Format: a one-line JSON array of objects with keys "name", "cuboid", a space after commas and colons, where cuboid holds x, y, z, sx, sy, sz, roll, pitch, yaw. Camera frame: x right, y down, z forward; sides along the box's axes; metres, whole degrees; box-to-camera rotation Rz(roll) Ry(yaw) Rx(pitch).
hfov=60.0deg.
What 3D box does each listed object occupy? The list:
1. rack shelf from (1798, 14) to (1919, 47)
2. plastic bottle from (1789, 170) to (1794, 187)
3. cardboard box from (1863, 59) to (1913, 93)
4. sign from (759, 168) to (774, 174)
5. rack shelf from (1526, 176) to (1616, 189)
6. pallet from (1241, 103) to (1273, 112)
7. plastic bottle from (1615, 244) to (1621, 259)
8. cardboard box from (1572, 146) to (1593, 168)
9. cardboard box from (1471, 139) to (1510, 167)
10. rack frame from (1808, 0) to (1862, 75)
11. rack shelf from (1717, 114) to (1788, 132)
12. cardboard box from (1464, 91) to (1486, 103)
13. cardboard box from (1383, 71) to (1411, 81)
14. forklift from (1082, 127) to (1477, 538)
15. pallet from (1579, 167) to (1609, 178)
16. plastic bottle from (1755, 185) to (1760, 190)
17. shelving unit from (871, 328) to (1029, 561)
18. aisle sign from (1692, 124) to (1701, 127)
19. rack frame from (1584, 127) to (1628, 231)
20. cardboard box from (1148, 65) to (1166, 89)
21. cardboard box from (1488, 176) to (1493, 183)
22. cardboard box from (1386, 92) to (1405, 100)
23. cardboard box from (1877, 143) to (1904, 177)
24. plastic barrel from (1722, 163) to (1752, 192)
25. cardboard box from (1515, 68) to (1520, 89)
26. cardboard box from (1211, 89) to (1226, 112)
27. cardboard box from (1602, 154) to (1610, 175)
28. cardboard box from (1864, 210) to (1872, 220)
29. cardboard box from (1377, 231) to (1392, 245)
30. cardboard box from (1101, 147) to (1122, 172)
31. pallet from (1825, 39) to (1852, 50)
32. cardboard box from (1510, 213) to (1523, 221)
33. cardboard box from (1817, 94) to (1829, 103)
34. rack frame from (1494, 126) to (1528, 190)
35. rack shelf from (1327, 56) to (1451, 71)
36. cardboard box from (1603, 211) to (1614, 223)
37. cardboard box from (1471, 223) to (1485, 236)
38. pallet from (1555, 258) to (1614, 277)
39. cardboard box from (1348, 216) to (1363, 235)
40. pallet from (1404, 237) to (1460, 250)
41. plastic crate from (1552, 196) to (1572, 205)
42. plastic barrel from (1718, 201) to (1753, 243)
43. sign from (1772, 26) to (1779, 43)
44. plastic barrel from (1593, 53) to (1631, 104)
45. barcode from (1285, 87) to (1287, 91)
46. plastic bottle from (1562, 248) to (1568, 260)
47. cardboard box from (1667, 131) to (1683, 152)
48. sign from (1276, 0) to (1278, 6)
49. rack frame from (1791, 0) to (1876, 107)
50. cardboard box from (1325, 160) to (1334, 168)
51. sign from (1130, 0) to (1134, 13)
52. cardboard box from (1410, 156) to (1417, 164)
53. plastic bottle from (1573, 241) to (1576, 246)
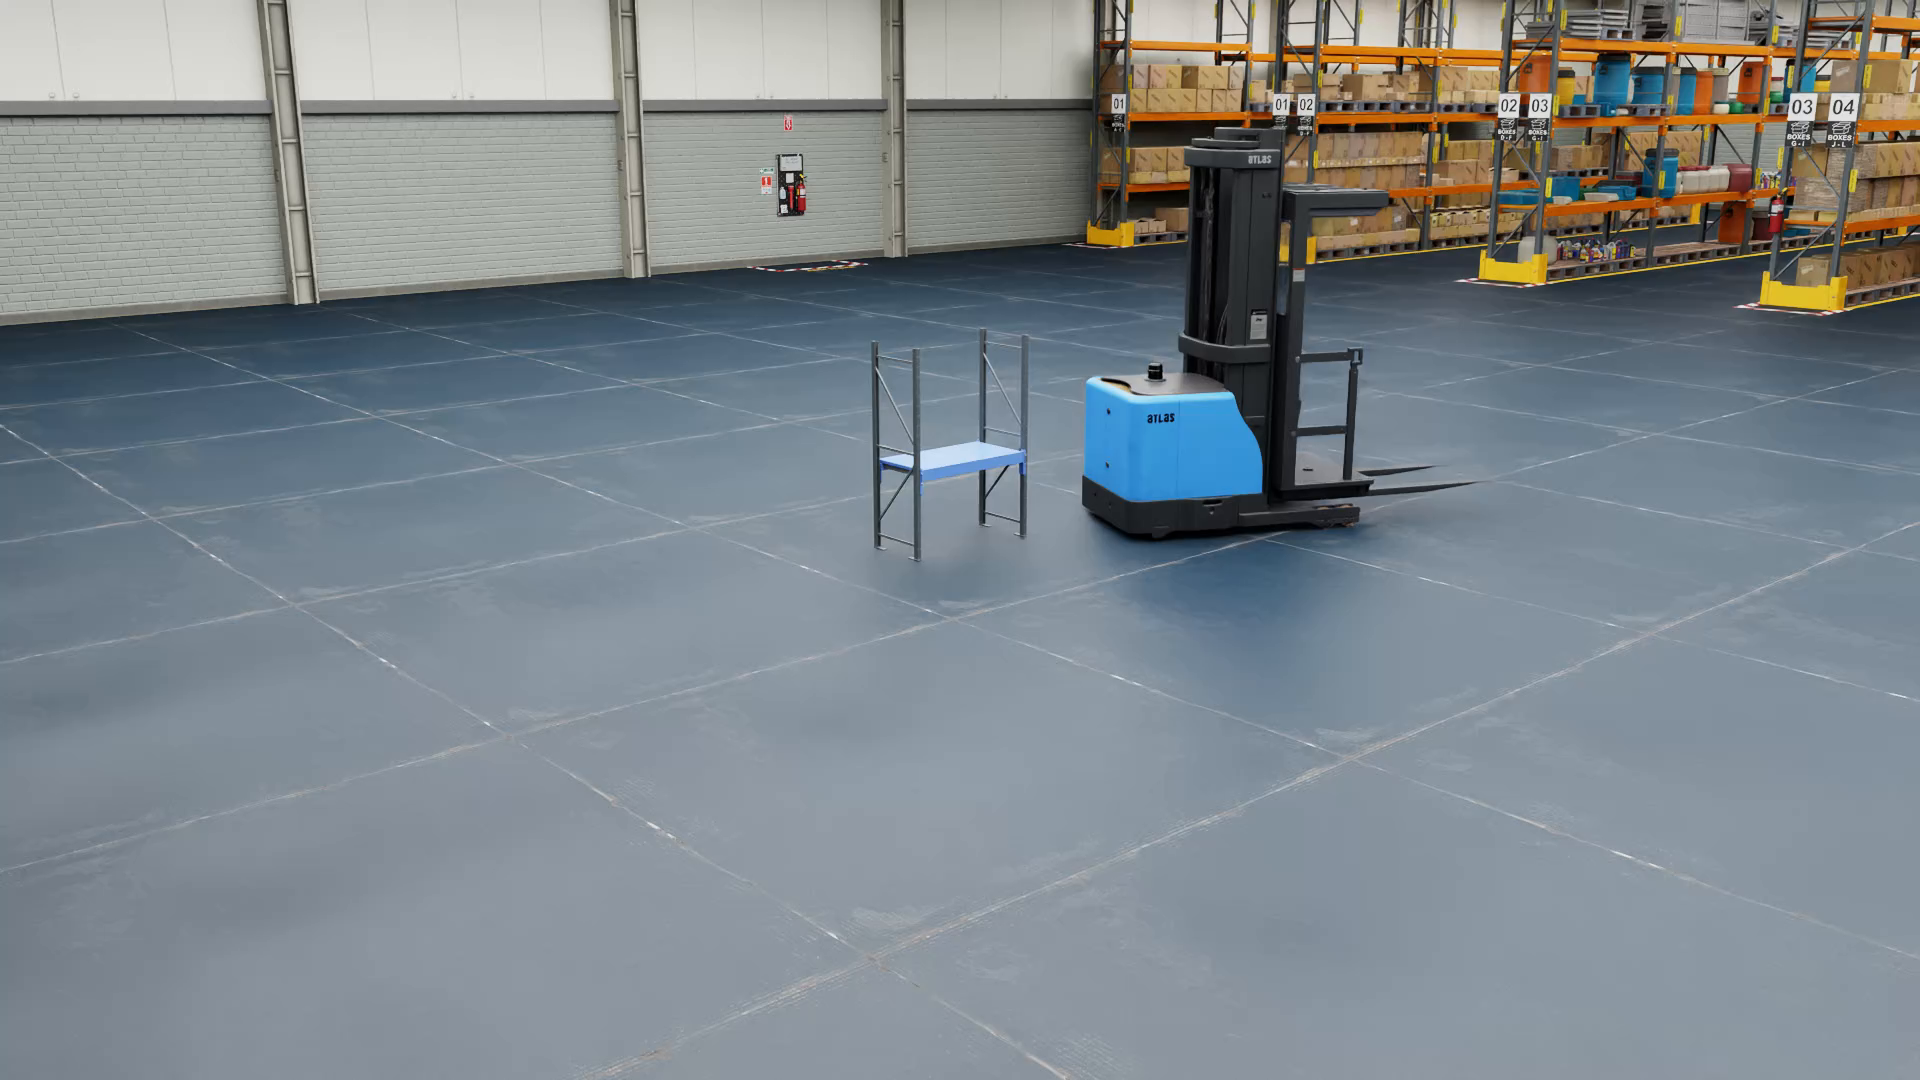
[{"name": "rack shelf", "cuboid": [14.515, -7.952, 25.984, 4.000, 0.370, 1.077, -13, 19, -39]}, {"name": "plastic bottle", "cuboid": [17.498, -7.631, 35.103, 0.185, 0.351, 0.144, -13, 19, -39]}, {"name": "cardboard box", "cuboid": [14.304, -7.146, 25.638, 0.500, 0.500, 0.500, -13, 20, -40]}, {"name": "sign", "cuboid": [-3.679, -7.015, 31.604, 0.331, 0.109, 0.001, -13, 19, -39]}, {"name": "rack shelf", "cuboid": [14.050, -8.340, 39.053, 4.000, 0.370, 1.077, -13, 19, -39]}, {"name": "pallet", "cuboid": [6.805, -10.077, 38.714, 1.003, 0.211, 1.213, -13, 19, -39]}, {"name": "plastic bottle", "cuboid": [12.236, -5.373, 30.963, 0.133, 0.283, 0.061, -11, 19, -36]}, {"name": "cardboard box", "cuboid": [14.578, -9.112, 39.542, 0.500, 0.500, 0.700, -9, 17, -31]}, {"name": "cardboard box", "cuboid": [14.402, -10.599, 45.535, 0.700, 0.700, 0.980, -13, 20, -40]}, {"name": "rack frame", "cuboid": [18.808, -10.960, 35.842, 0.127, 3.000, 1.000, -13, 19, -39]}, {"name": "rack shelf", "cuboid": [17.299, -8.824, 35.054, 4.000, 0.370, 1.077, -13, 19, -39]}, {"name": "cardboard box", "cuboid": [11.006, -9.562, 35.901, 0.500, 0.250, 0.500, 14, 20, 42]}, {"name": "cardboard box", "cuboid": [11.148, -11.842, 42.460, 0.500, 0.250, 0.500, -13, 20, -41]}, {"name": "forklift", "cuboid": [2.528, -1.626, 12.658, 3.031, 2.935, 1.130, -4, 16, -16]}, {"name": "pallet", "cuboid": [14.884, -8.819, 39.826, 1.213, 0.211, 1.003, -13, 19, -39]}, {"name": "plastic bottle", "cuboid": [16.329, -7.334, 34.134, 0.135, 0.276, 0.152, -13, 19, -39]}, {"name": "shelving unit", "cuboid": [-0.064, -0.710, 12.002, 1.048, 1.500, 0.538, -13, 19, -39]}, {"name": "aisle sign", "cuboid": [18.829, -10.912, 42.250, 0.004, 0.787, 0.394, -13, 19, -39]}, {"name": "rack frame", "cuboid": [15.559, -9.026, 40.229, 0.127, 3.000, 1.000, -13, 19, -39]}, {"name": "cardboard box", "cuboid": [4.113, -10.040, 36.043, 0.500, 0.500, 0.500, -13, 20, -40]}, {"name": "cardboard box", "cuboid": [11.616, -8.000, 36.875, 0.250, 0.149, 0.380, -11, 18, -35]}, {"name": "cardboard box", "cuboid": [8.793, -9.012, 33.764, 0.250, 0.149, 0.380, -13, 19, -39]}, {"name": "cardboard box", "cuboid": [14.358, -5.948, 25.996, 0.500, 0.500, 0.500, -13, 19, -39]}, {"name": "plastic barrel", "cuboid": [15.639, -7.312, 33.547, 0.708, 0.536, 0.600, -13, 19, -39]}, {"name": "cardboard box", "cuboid": [12.875, -10.402, 37.435, 0.500, 0.500, 0.500, -13, 19, -39]}, {"name": "cardboard box", "cuboid": [5.661, -9.925, 37.549, 0.500, 0.500, 0.500, 14, 20, 42]}, {"name": "cardboard box", "cuboid": [15.768, -9.209, 40.720, 0.500, 0.500, 0.500, -12, 19, -38]}, {"name": "cardboard box", "cuboid": [13.953, -5.069, 25.901, 0.250, 0.149, 0.380, -13, 19, -39]}, {"name": "cardboard box", "cuboid": [8.566, -6.254, 34.365, 0.500, 0.250, 0.500, -13, 19, -39]}, {"name": "cardboard box", "cuboid": [3.468, -8.378, 36.600, 0.500, 0.500, 0.500, -13, 20, -40]}, {"name": "pallet", "cuboid": [18.204, -10.529, 35.371, 1.213, 0.211, 1.003, -13, 19, -39]}, {"name": "cardboard box", "cuboid": [12.308, -7.357, 37.409, 0.500, 0.311, 0.500, -12, 19, -38]}, {"name": "cardboard box", "cuboid": [13.011, -6.741, 25.380, 0.250, 0.149, 0.380, -13, 19, -39]}, {"name": "rack frame", "cuboid": [15.322, -10.667, 46.374, 0.127, 3.000, 1.000, -13, 19, -39]}, {"name": "rack shelf", "cuboid": [10.796, -12.009, 41.939, 4.000, 0.370, 1.077, -13, 19, -39]}, {"name": "cardboard box", "cuboid": [15.375, -7.892, 39.973, 0.500, 0.500, 0.500, -13, 20, -40]}, {"name": "cardboard box", "cuboid": [11.151, -6.826, 36.507, 0.500, 0.250, 0.500, -12, 19, -38]}, {"name": "pallet", "cuboid": [11.318, -5.045, 30.729, 1.213, 0.211, 1.003, -13, 19, -39]}, {"name": "cardboard box", "cuboid": [7.802, -6.450, 33.645, 0.500, 0.500, 0.500, -13, 19, -39]}, {"name": "pallet", "cuboid": [10.054, -6.456, 36.011, 1.213, 0.211, 1.003, -13, 19, -39]}, {"name": "plastic crate", "cuboid": [10.641, -5.990, 29.373, 0.250, 0.136, 0.298, -13, 19, -39]}, {"name": "plastic barrel", "cuboid": [16.148, -6.624, 34.628, 0.708, 0.830, 0.600, -13, 19, -39]}, {"name": "sign", "cuboid": [16.157, -10.020, 32.951, 0.005, 0.325, 0.100, -13, 19, -39]}, {"name": "plastic barrel", "cuboid": [11.952, -8.452, 30.484, 0.708, 0.901, 0.600, -13, 19, -39]}, {"name": "barcode", "cuboid": [6.417, -8.868, 32.699, 0.075, 0.075, 0.001, -13, 19, -39]}, {"name": "plastic bottle", "cuboid": [11.262, -5.325, 30.943, 0.097, 0.201, 0.097, 0, 15, 0]}, {"name": "cardboard box", "cuboid": [17.653, -9.932, 41.488, 0.500, 0.500, 0.500, -12, 19, -38]}, {"name": "sign", "cuboid": [6.161, -10.489, 32.118, 0.005, 0.325, 0.100, -13, 19, -39]}, {"name": "rack frame", "cuboid": [13.006, -7.962, 24.622, 0.127, 3.000, 1.000, -13, 19, -39]}, {"name": "cardboard box", "cuboid": [7.141, -7.425, 32.783, 0.250, 0.149, 0.380, -13, 20, -41]}, {"name": "sign", "cuboid": [3.608, -11.239, 34.926, 0.005, 0.325, 0.100, -13, 19, -39]}, {"name": "cardboard box", "cuboid": [9.272, -7.903, 34.575, 0.250, 0.149, 0.380, -13, 20, -41]}, {"name": "plastic bottle", "cuboid": [11.597, -5.498, 31.433, 0.133, 0.283, 0.061, -12, 19, -37]}]
